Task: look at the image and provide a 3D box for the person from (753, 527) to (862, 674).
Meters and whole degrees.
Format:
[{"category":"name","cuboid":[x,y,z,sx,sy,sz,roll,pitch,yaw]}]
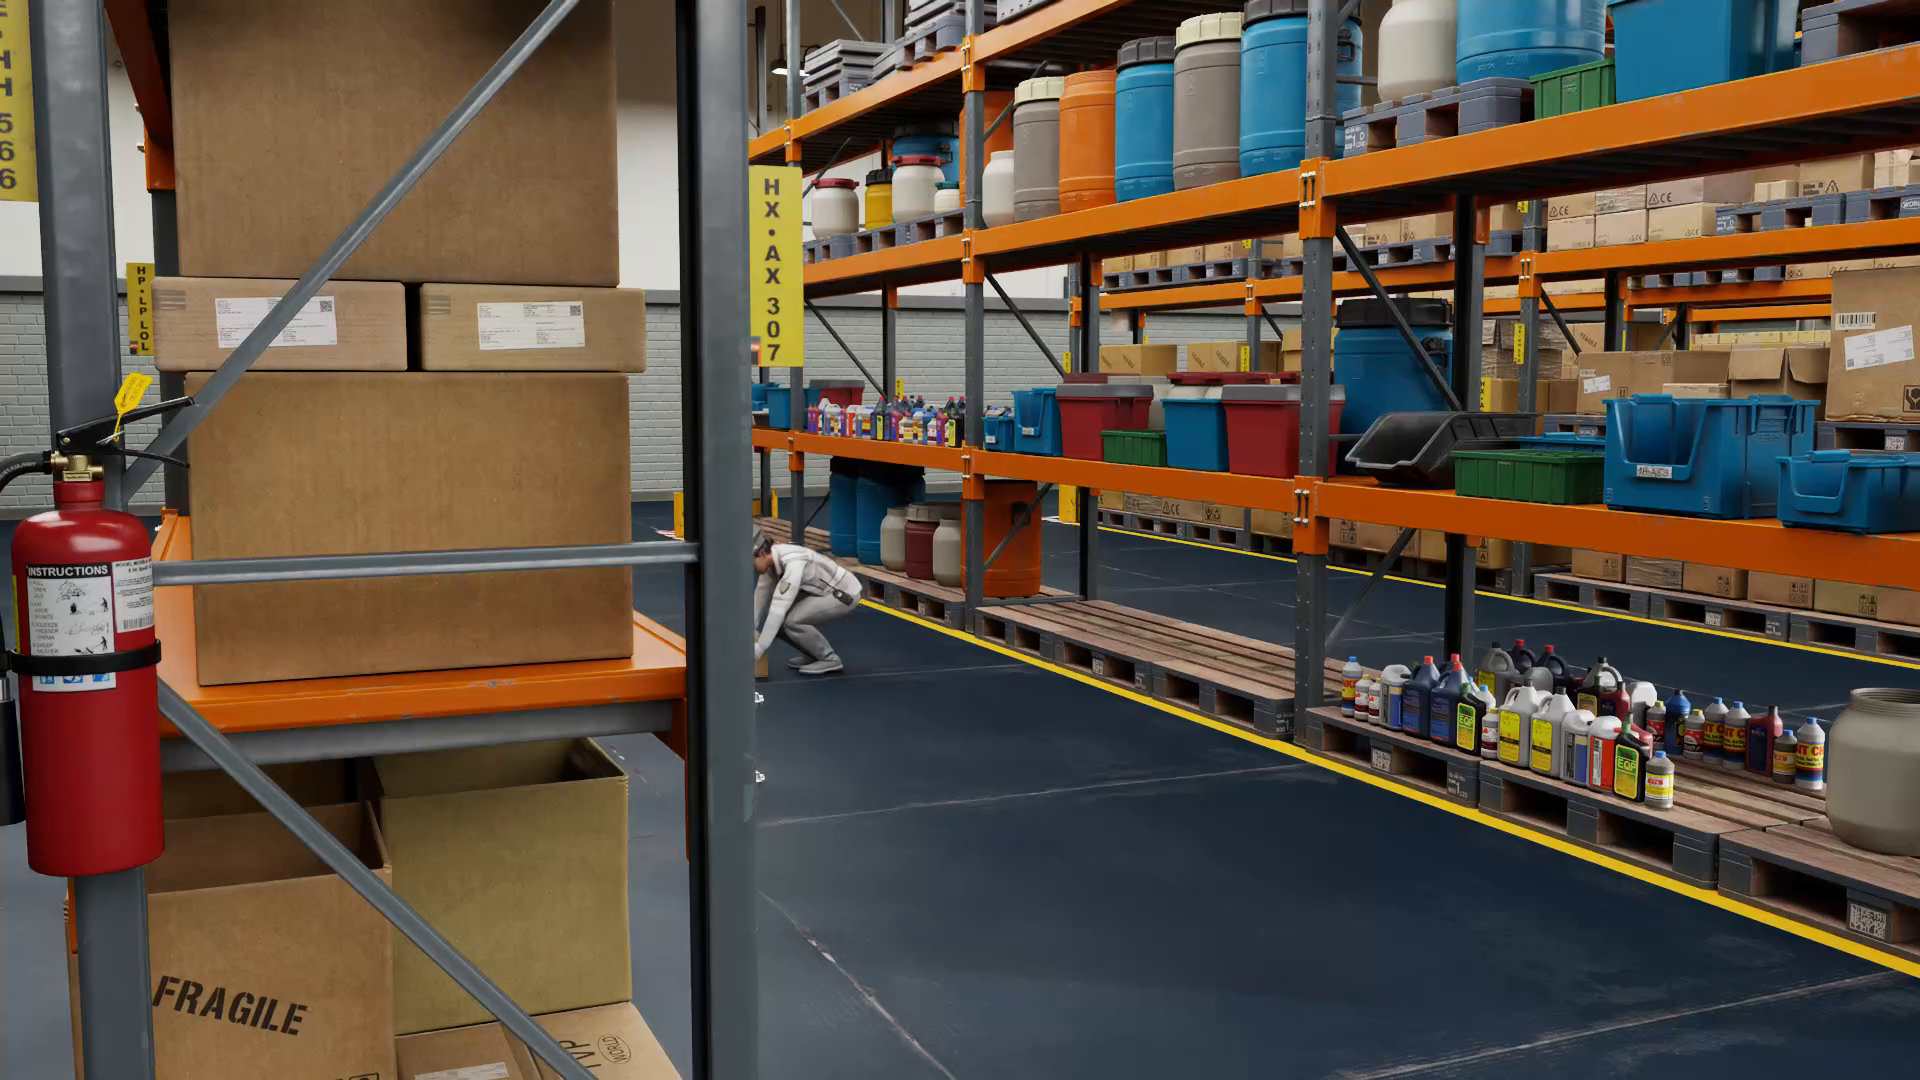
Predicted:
[{"category":"person","cuboid":[-1.017,0.363,10.195,0.854,0.914,0.483,-2,6,-24]}]
